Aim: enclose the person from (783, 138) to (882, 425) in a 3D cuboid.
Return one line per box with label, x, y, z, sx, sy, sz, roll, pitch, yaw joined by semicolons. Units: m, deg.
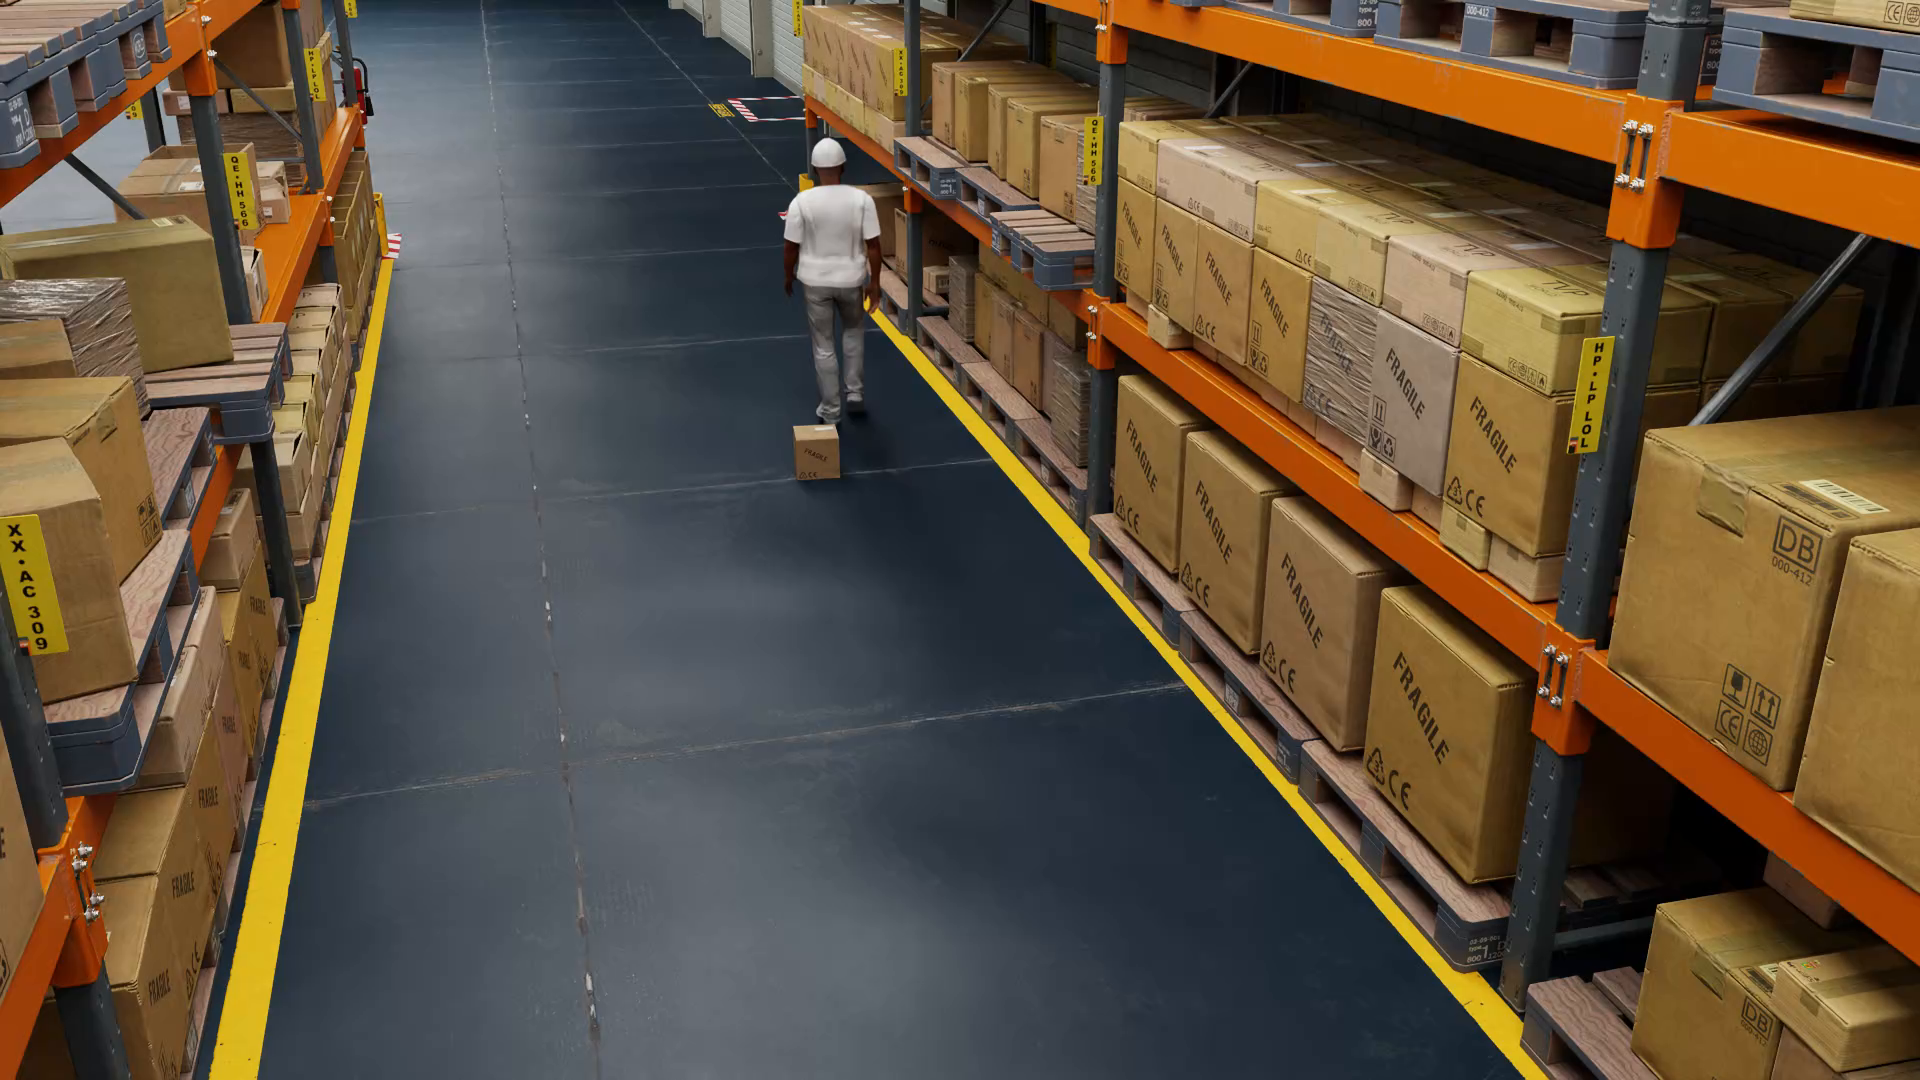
person;-0.799;-1.591;10.342;0.584;1.806;0.482;-5;23;-12
